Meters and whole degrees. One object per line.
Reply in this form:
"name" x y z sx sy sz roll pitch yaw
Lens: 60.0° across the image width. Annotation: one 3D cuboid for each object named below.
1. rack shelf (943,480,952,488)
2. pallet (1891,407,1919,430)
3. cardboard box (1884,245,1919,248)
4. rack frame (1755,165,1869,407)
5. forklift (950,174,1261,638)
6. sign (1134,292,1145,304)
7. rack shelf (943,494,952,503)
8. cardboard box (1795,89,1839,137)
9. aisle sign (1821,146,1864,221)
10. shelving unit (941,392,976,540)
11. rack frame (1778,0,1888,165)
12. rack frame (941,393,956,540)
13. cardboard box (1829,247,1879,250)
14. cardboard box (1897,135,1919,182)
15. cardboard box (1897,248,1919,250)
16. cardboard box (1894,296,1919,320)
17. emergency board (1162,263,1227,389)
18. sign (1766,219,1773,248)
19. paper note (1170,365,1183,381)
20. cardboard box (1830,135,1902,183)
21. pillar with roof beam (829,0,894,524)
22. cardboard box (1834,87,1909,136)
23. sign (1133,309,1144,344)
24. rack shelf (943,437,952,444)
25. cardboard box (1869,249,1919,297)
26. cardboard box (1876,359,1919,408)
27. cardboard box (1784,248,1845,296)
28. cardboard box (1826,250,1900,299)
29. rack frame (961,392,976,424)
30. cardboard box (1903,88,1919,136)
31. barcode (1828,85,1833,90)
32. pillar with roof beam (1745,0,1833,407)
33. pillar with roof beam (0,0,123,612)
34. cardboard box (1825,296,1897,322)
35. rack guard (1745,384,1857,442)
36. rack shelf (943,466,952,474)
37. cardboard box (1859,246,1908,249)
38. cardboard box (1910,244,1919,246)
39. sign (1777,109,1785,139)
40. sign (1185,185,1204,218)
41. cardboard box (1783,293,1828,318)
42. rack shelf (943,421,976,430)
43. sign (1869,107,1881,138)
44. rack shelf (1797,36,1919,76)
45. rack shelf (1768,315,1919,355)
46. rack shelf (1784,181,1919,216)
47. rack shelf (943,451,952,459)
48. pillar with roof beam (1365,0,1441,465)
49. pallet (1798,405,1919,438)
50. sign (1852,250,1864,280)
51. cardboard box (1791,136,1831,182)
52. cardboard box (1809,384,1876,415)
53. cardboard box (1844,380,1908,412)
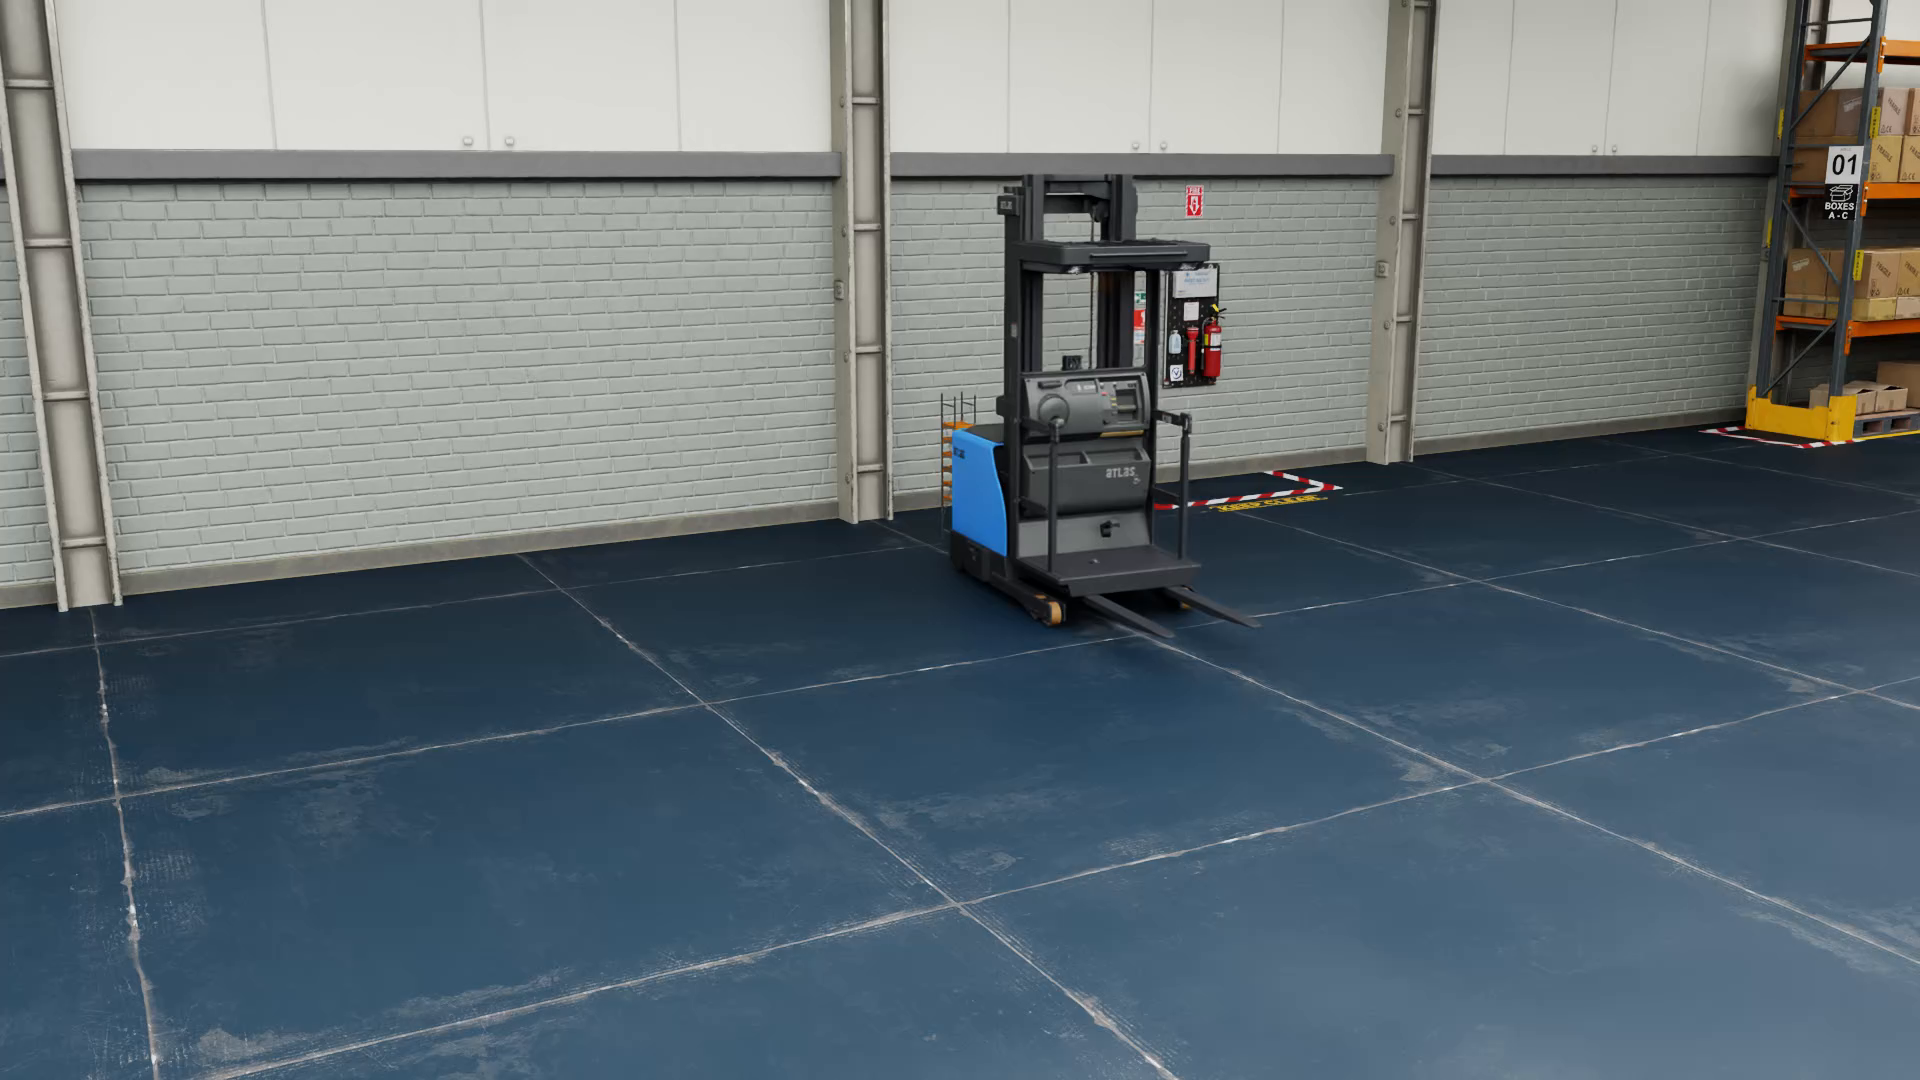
"rack shelf" -0.013 -0.423 13.507 0.180 0.103 0.258 -7 14 -28
"pallet" 11.378 -1.527 19.915 1.213 0.211 1.003 -7 14 -28
"cardboard box" 11.164 -3.226 19.700 0.500 0.500 0.500 -7 14 -27
"rack frame" 9.512 -2.674 18.658 0.127 3.000 1.000 -7 14 -28
"forklift" 0.962 -0.962 11.210 1.130 2.935 3.031 -5 14 -22
"sign" 1.732 -2.267 15.561 0.331 0.109 0.001 -7 14 -28
"rack shelf" -0.013 -0.306 13.533 0.180 0.103 0.258 -7 14 -28
"cardboard box" 9.765 -4.779 18.631 0.500 0.500 0.500 -6 14 -25
"aisle sign" 9.593 -3.877 18.082 0.004 0.787 0.394 -7 14 -28
"shelving unit" -0.013 -0.584 13.471 0.189 1.200 0.258 -7 14 -28
"rack frame" 9.512 -5.601 17.999 0.127 3.000 1.000 -7 14 -28
"rack frame" -0.093 -0.574 13.428 0.006 1.200 0.240 -7 14 -28
"cardboard box" 10.271 -3.118 19.219 0.500 0.500 0.500 -7 14 -27
"cardboard box" 10.414 -4.232 18.478 0.500 0.500 0.500 -6 14 -24
"cardboard box" 10.970 -3.072 19.014 0.500 0.500 0.500 -7 15 -30
"cardboard box" 10.542 -2.658 18.883 0.500 0.250 0.500 -7 15 -30
"emergency board" 2.258 -2.030 15.799 0.643 1.169 0.194 -7 14 -28
"sign" 9.264 -3.502 18.981 0.005 0.325 0.100 -7 14 -28
"paper note" 2.070 -1.595 15.872 0.142 0.148 0.016 -7 14 -28
"cardboard box" 9.925 -4.183 18.258 0.500 0.500 0.500 -6 14 -26
"pillar with roof beam" 1.242 -3.749 9.771 0.400 9.000 9.100 -7 14 -28
"cardboard box" 9.967 -4.677 18.178 0.500 0.500 0.500 -8 15 -32
"sign" 1.724 -2.009 15.624 0.234 0.329 0.001 -7 14 -28
"rack shelf" -0.013 -0.775 13.428 0.180 0.103 0.258 -7 14 -28
"cardboard box" 10.514 -3.019 18.778 0.500 0.500 0.500 -7 14 -28
"cardboard box" 11.331 -1.852 19.697 0.500 0.500 0.700 -8 15 -31
"cardboard box" 9.824 -3.067 18.992 0.500 0.500 0.500 -7 14 -28
"cardboard box" 10.075 -2.968 18.556 0.500 0.500 0.500 -7 14 -28
"rack frame" 0.068 -0.593 13.513 0.006 1.200 0.240 -7 14 -28
"cardboard box" 10.431 -4.720 18.369 0.500 0.500 0.500 -7 14 -29
"barcode" 9.896 -5.137 18.902 0.075 0.075 0.001 -7 14 -28
"pillar with roof beam" 11.775 -5.011 15.381 0.400 9.000 9.100 -7 14 -28
"pillar with roof beam" -4.024 -3.118 6.967 0.400 9.000 9.100 -7 14 -28
"cardboard box" 10.093 -2.600 18.628 0.500 0.250 0.500 -7 15 -29
"rack guard" 9.579 -1.462 18.968 0.348 0.500 1.175 -7 14 -28
"rack shelf" -0.013 -0.540 13.480 0.180 0.103 0.258 -7 14 -28
"cardboard box" 10.722 -3.173 19.464 0.500 0.500 0.500 -7 15 -29
"cardboard box" 11.615 -3.283 19.952 0.500 0.500 0.500 -6 14 -26
"sign" 9.264 -4.678 18.716 0.005 0.325 0.100 -7 14 -28
"sign" 2.204 -3.180 15.626 0.199 0.298 0.001 -7 14 -28
"cardboard box" 9.830 -2.697 19.057 0.500 0.250 0.500 -7 14 -27
"rack shelf" -0.013 -0.892 13.401 0.180 0.103 0.258 -7 14 -28
"sign" 9.772 -4.459 17.768 0.005 0.325 0.100 -7 14 -28
"rack shelf" 11.268 -5.458 19.013 4.000 0.370 1.077 -7 14 -28
"rack shelf" 11.268 -2.533 19.672 4.000 0.370 1.077 -7 14 -28
"rack shelf" 11.268 -3.997 19.342 4.000 0.370 1.077 -7 14 -28
"rack shelf" -0.013 -0.658 13.454 0.180 0.103 0.258 -7 14 -28
"pillar with roof beam" 6.508 -4.380 12.576 0.400 9.000 9.100 -7 14 -28
"pallet" 10.309 -1.400 19.349 1.213 0.211 1.003 -7 14 -28
"sign" 9.772 -2.992 18.098 0.005 0.325 0.100 -7 14 -28
"cardboard box" 9.757 -4.288 18.727 0.500 0.500 0.500 -6 14 -24
"cardboard box" 10.163 -1.632 19.151 0.500 0.311 0.500 -9 15 -34
"cardboard box" 10.663 -1.692 19.418 0.500 0.311 0.500 -6 14 -23
